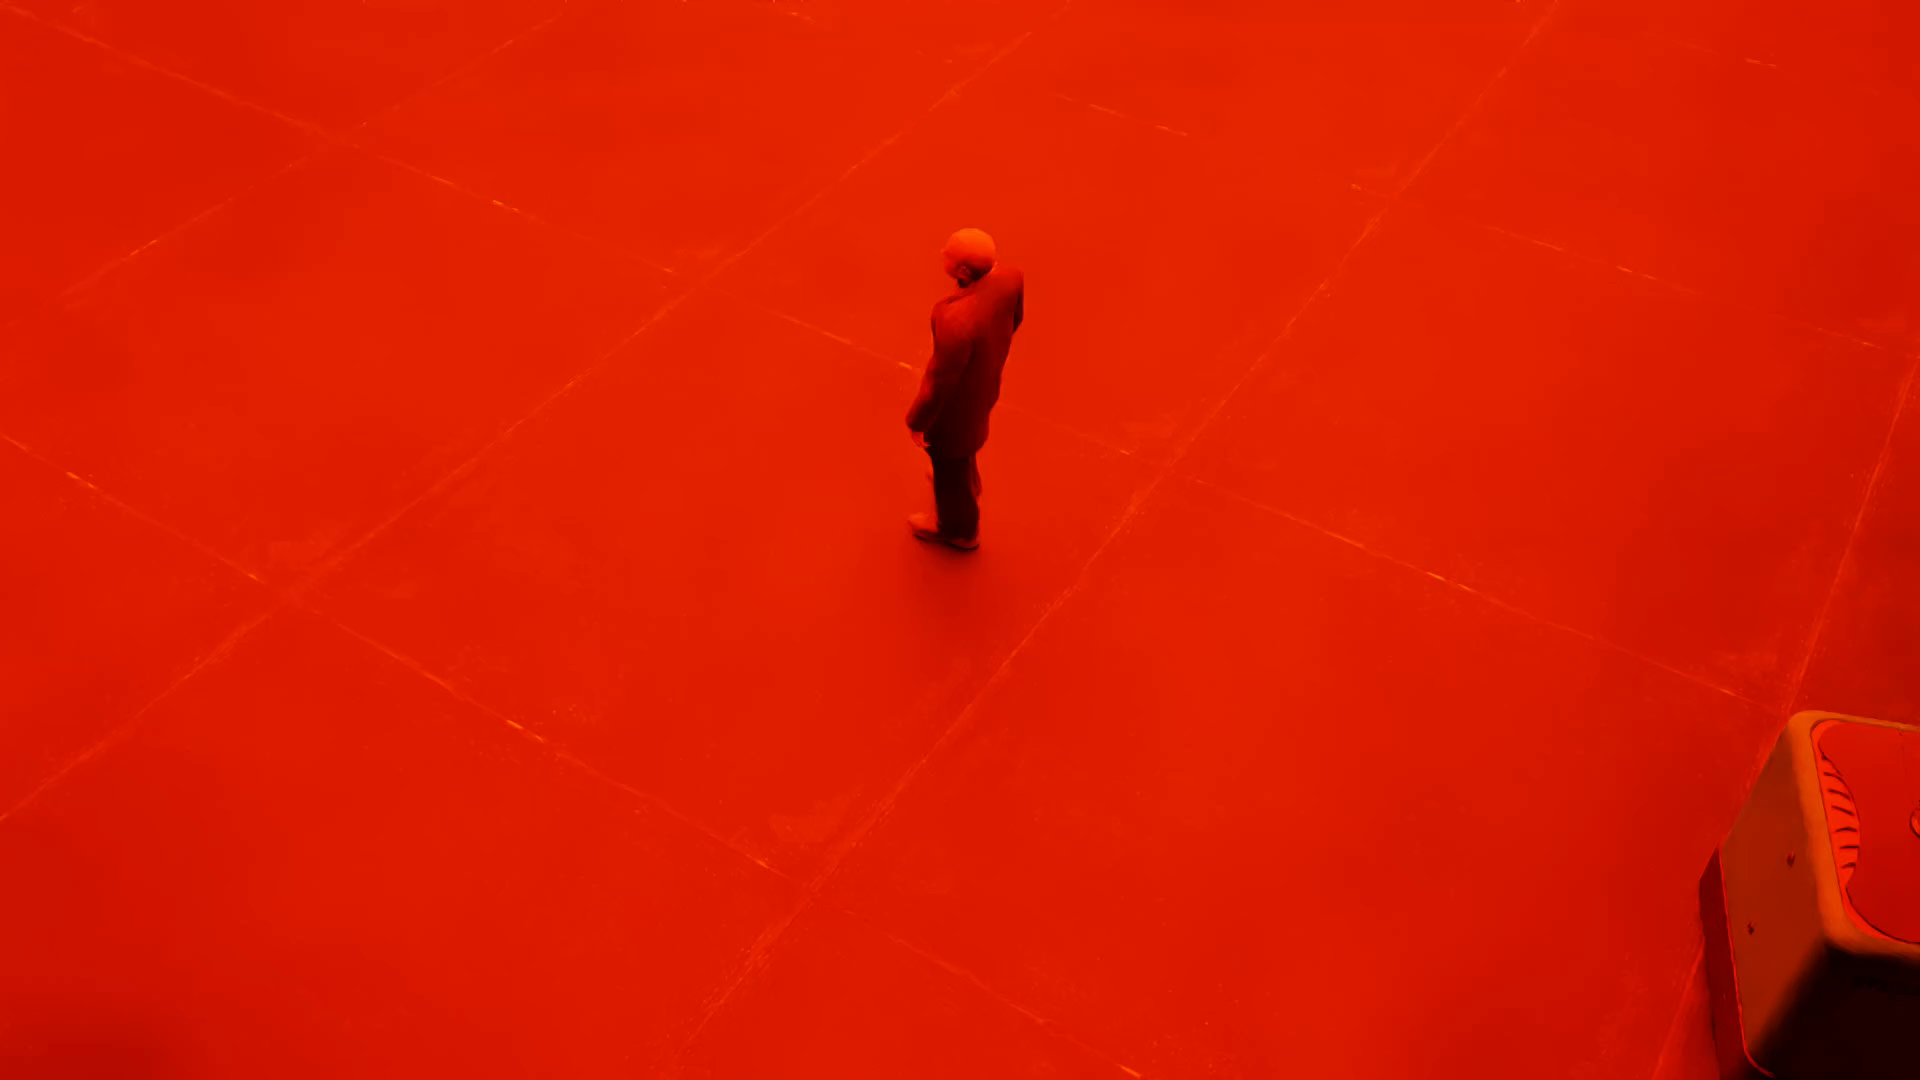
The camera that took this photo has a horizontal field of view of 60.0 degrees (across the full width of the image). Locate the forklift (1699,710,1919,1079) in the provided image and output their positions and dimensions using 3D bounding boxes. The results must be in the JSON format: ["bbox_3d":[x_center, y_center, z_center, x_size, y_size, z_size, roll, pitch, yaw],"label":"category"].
[{"bbox_3d":[4.254,0.843,4.959,3.031,2.935,1.130,9,44,9],"label":"forklift"}]

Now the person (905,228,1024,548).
[{"bbox_3d":[-0.073,-0.687,7.399,0.586,1.775,0.694,24,48,23],"label":"person"}]
